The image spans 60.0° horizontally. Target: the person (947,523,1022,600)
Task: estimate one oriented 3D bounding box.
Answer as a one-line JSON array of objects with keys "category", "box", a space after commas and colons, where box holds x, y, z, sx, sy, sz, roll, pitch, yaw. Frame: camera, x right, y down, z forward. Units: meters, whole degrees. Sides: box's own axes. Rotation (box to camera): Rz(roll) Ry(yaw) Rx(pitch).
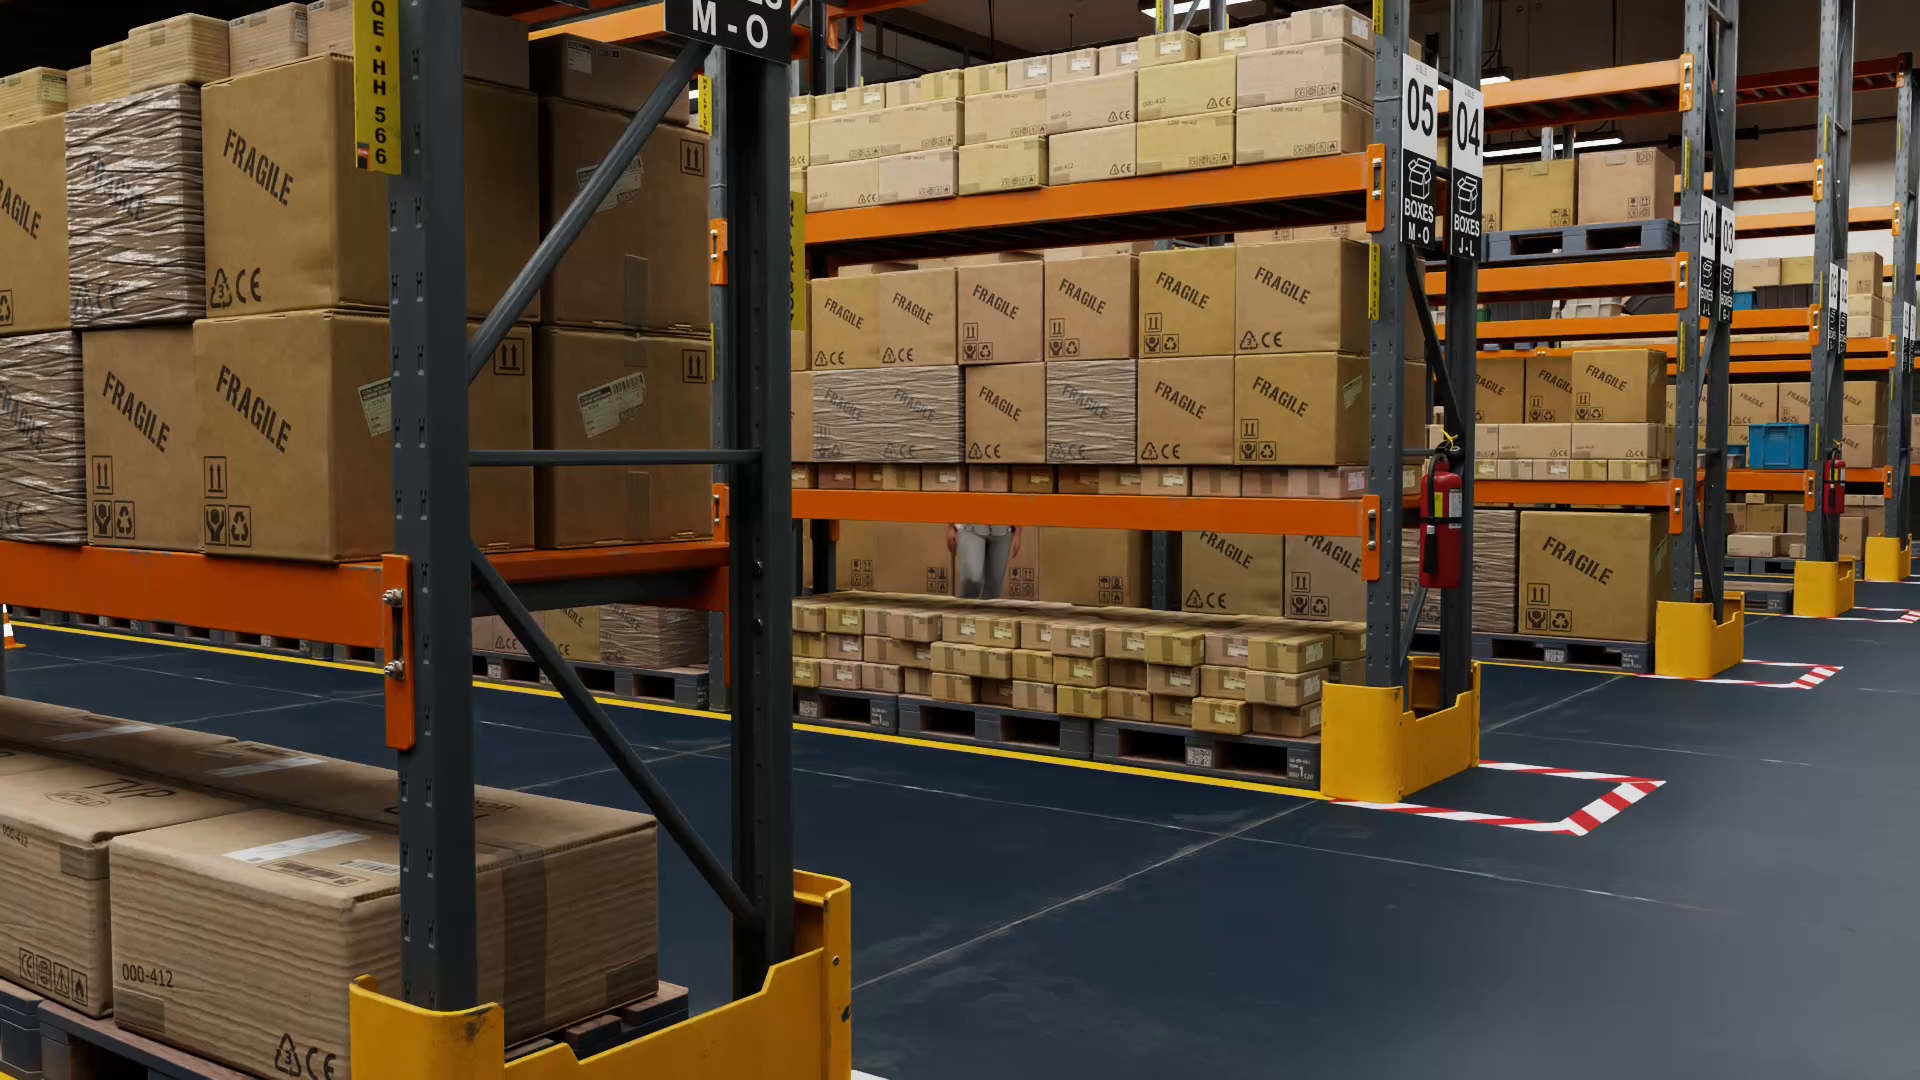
[{"category": "person", "box": [0.202, -0.057, 12.525, 0.573, 1.748, 0.474, -1, 3, -15]}]
